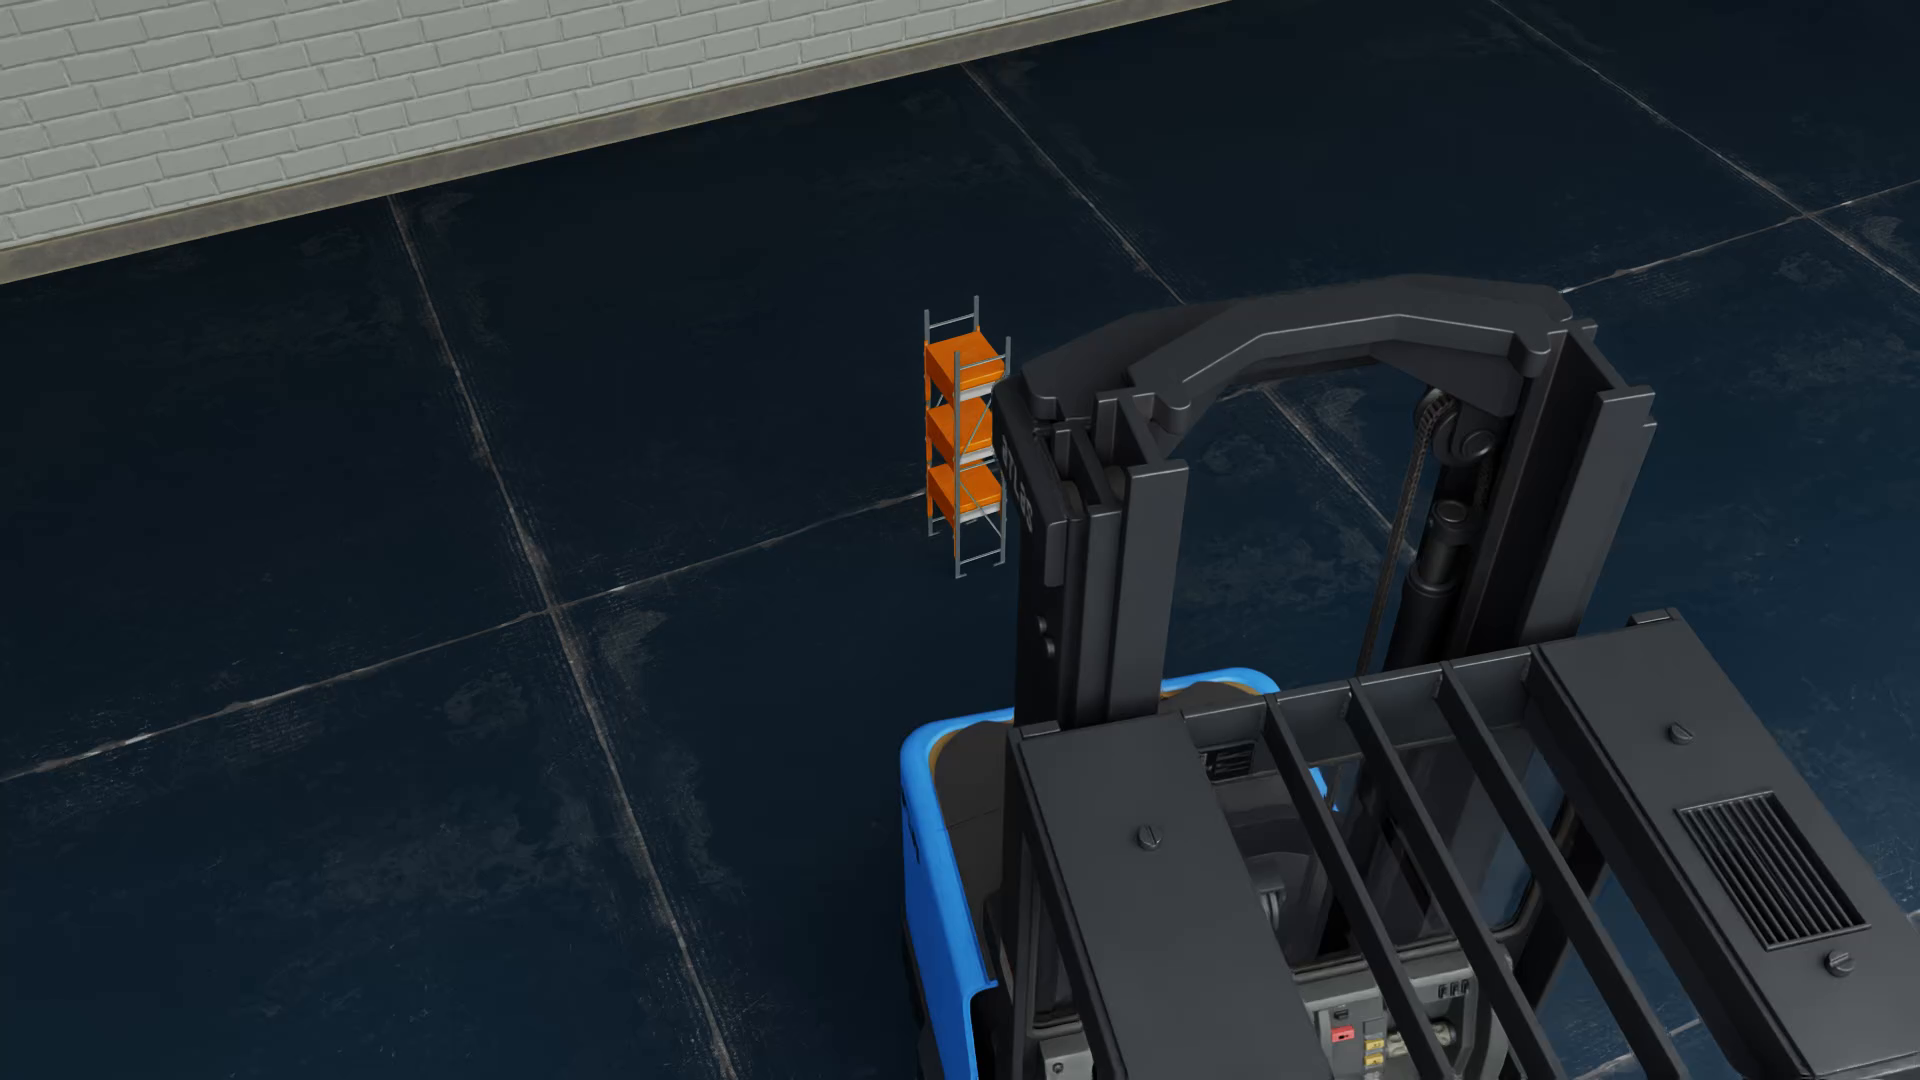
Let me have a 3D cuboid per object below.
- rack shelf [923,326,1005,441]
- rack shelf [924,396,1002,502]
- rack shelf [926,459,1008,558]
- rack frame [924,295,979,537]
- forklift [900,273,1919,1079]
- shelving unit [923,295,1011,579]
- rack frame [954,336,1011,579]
[{"bbox_3d":[0.022,-0.534,5.655,0.215,0.259,0.240,-18,47,-17],"label":"rack shelf"},{"bbox_3d":[0.022,-0.332,5.854,0.215,0.259,0.240,-18,47,-17],"label":"rack shelf"},{"bbox_3d":[0.023,-0.134,6.049,0.215,0.259,0.240,-18,47,-17],"label":"rack shelf"},{"bbox_3d":[-0.029,-0.417,5.925,0.200,1.050,0.008,-18,47,-17],"label":"rack frame"},{"bbox_3d":[0.664,1.129,3.019,1.130,2.935,3.031,-9,45,-9],"label":"forklift"},{"bbox_3d":[0.022,-0.340,5.847,0.215,1.050,0.252,-18,47,-17],"label":"shelving unit"},{"bbox_3d":[0.074,-0.262,5.768,0.200,1.050,0.008,-18,47,-17],"label":"rack frame"}]
